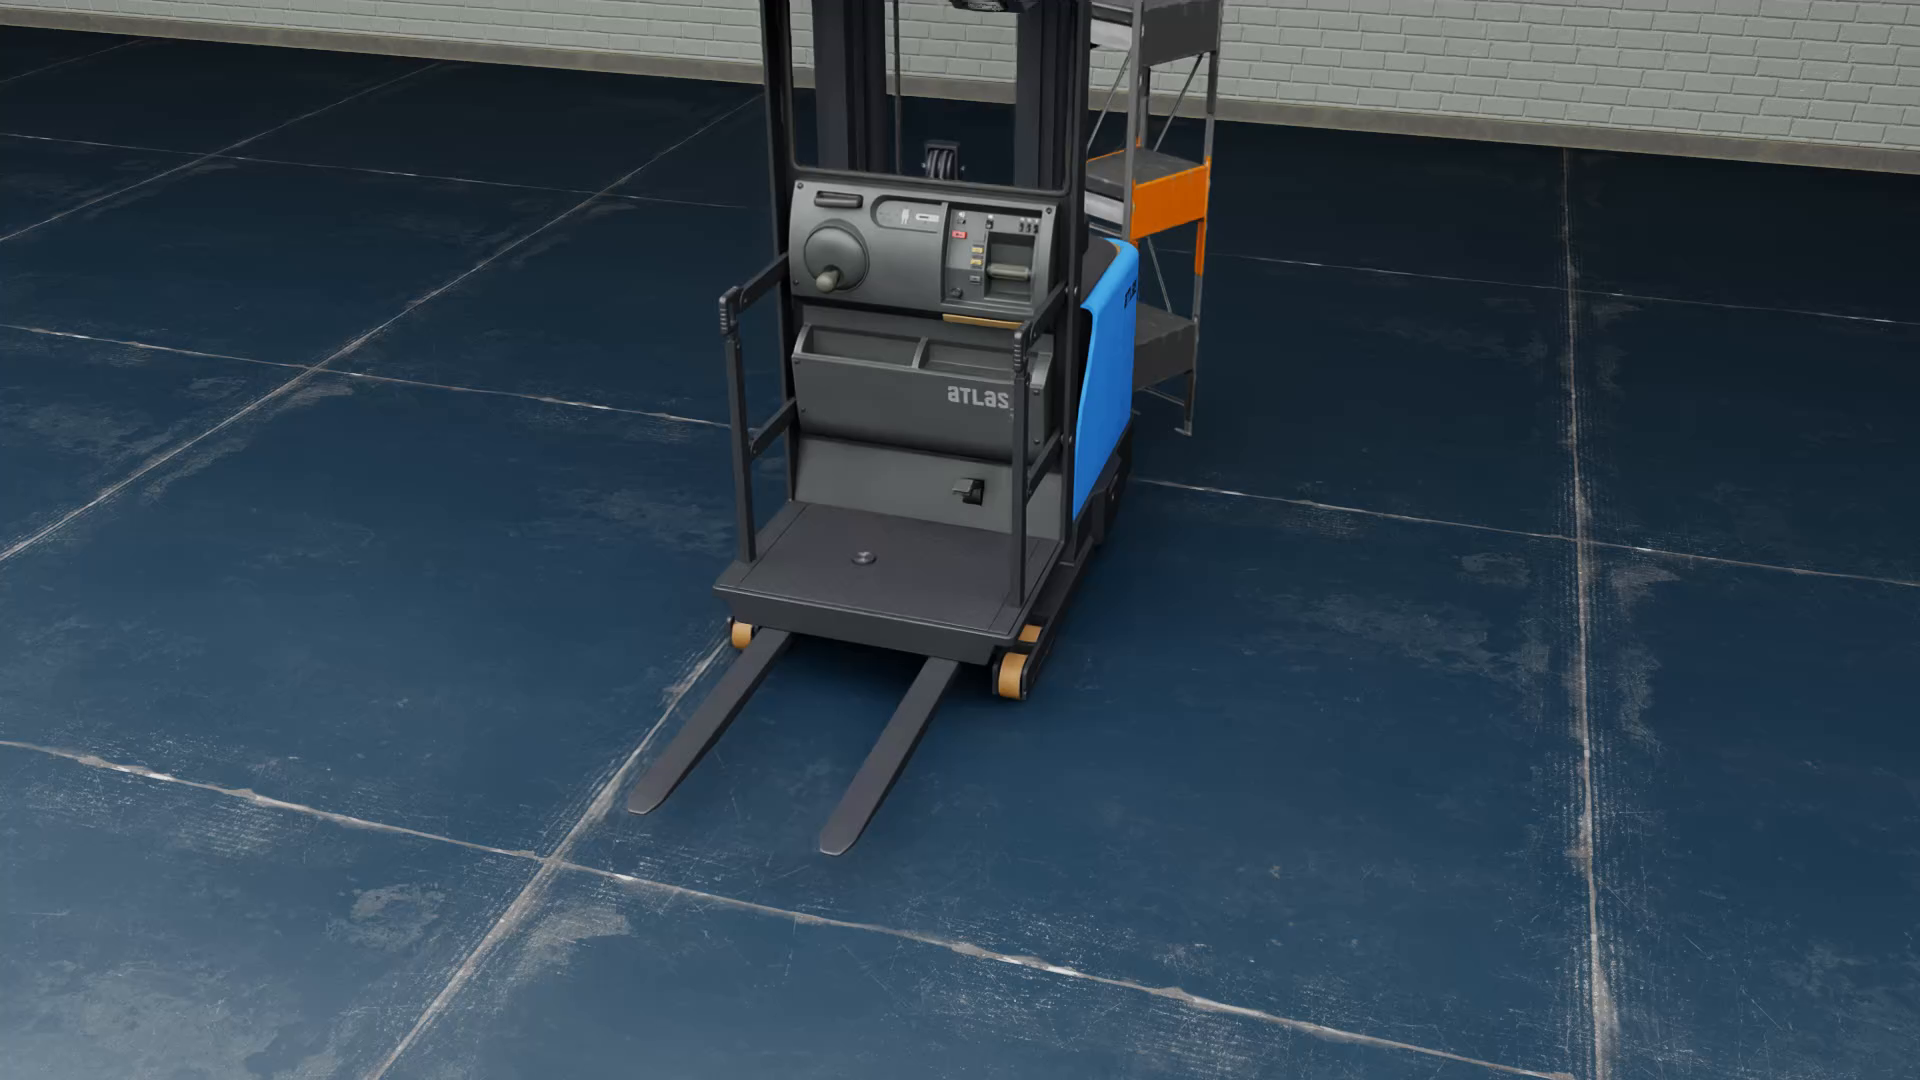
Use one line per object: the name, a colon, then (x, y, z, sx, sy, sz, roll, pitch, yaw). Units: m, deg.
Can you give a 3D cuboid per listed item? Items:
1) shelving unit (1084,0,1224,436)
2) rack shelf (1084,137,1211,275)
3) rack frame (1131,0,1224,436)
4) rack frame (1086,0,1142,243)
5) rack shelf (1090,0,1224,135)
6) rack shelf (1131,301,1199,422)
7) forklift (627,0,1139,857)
shelving unit: (0.738, -1.385, 7.080, 0.503, 2.100, 0.431, -24, 37, -36)
rack shelf: (0.738, -1.373, 7.087, 0.480, 0.518, 0.431, -24, 37, -36)
rack frame: (0.918, -1.465, 7.224, 0.015, 2.100, 0.400, -24, 37, -36)
rack frame: (0.558, -1.305, 6.936, 0.015, 2.100, 0.400, -24, 37, -36)
rack shelf: (0.738, -1.985, 6.747, 0.480, 0.518, 0.431, -24, 37, -36)
rack shelf: (0.738, -0.762, 7.427, 0.480, 0.518, 0.431, -24, 37, -36)
forklift: (-0.198, -0.946, 5.435, 1.130, 2.935, 3.031, 9, 30, 15)
